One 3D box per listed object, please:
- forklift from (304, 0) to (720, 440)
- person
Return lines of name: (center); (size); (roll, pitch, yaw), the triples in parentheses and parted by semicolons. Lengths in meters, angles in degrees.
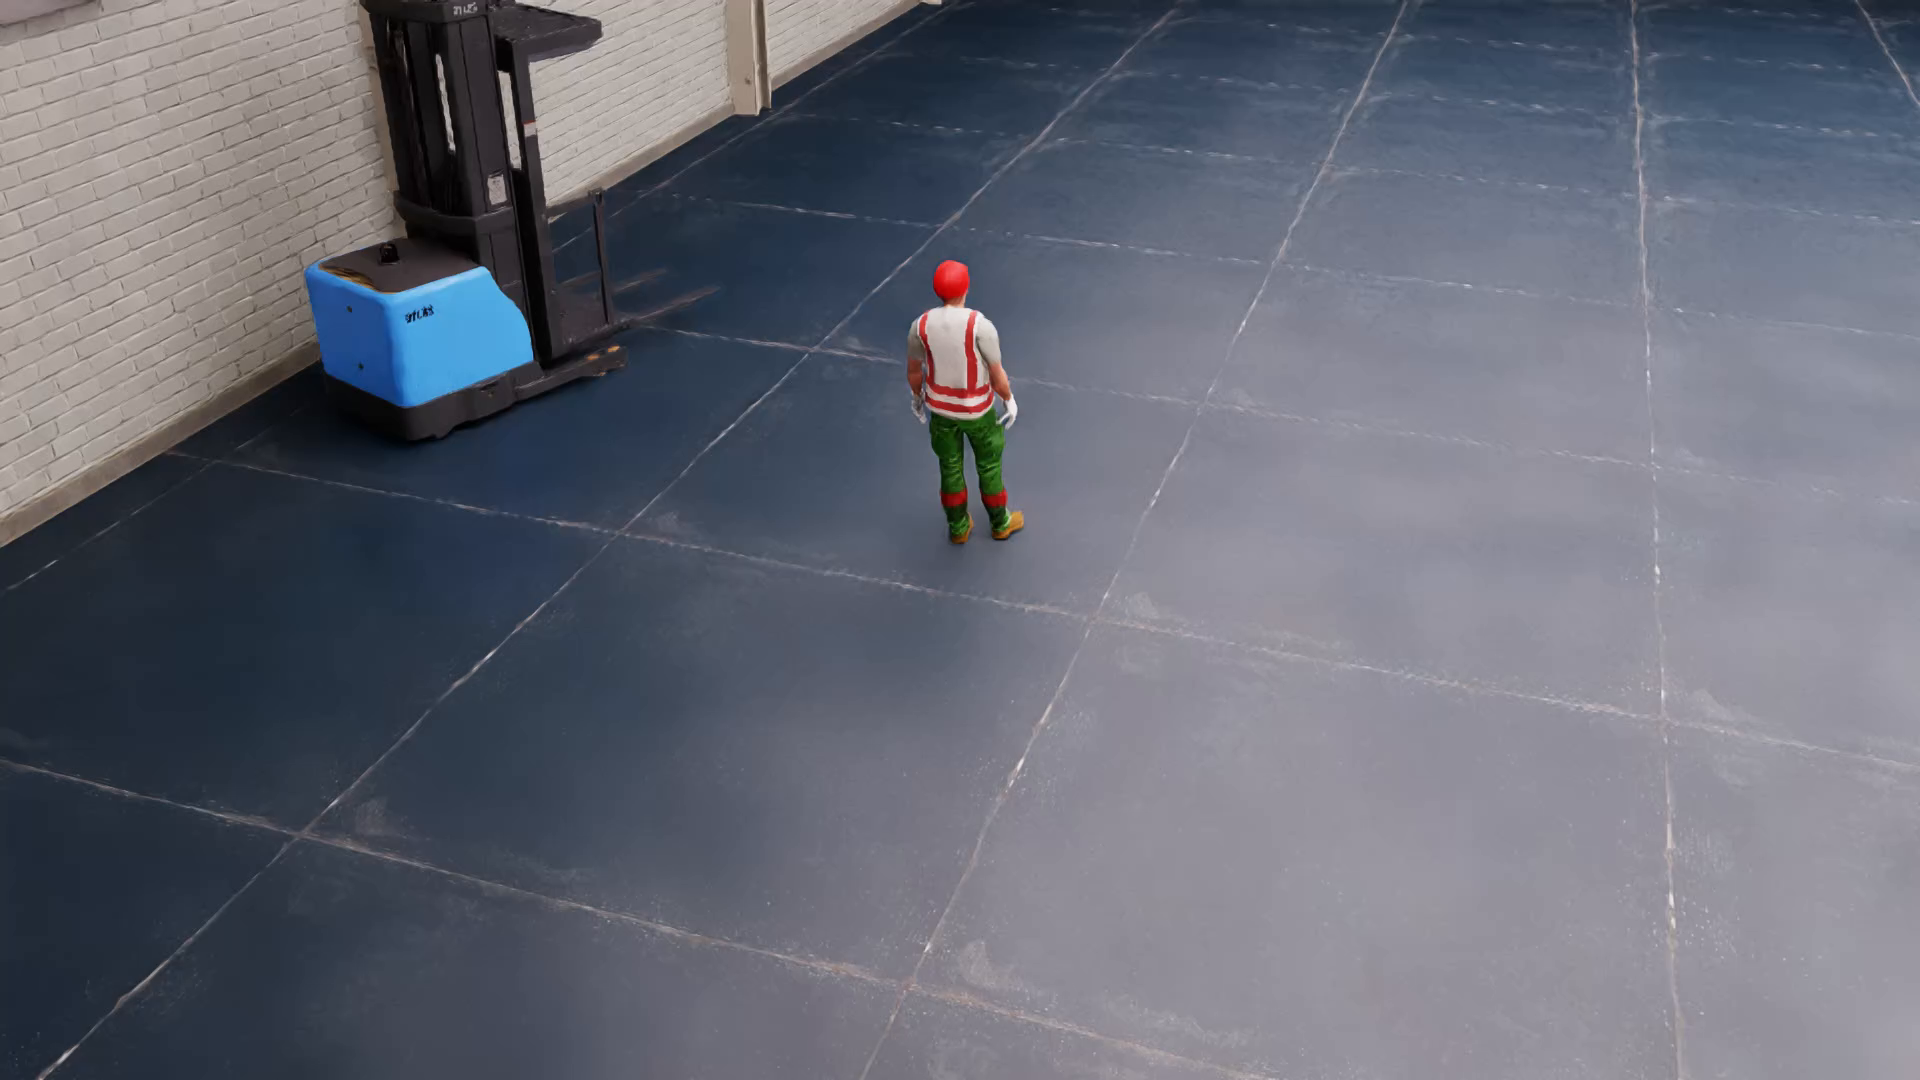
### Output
forklift: (-3.109, -2.603, 11.703); (1.130, 2.935, 3.031); (22, 36, 33)
person: (0.036, -0.819, 9.712); (0.637, 1.787, 0.563); (10, 31, 16)
